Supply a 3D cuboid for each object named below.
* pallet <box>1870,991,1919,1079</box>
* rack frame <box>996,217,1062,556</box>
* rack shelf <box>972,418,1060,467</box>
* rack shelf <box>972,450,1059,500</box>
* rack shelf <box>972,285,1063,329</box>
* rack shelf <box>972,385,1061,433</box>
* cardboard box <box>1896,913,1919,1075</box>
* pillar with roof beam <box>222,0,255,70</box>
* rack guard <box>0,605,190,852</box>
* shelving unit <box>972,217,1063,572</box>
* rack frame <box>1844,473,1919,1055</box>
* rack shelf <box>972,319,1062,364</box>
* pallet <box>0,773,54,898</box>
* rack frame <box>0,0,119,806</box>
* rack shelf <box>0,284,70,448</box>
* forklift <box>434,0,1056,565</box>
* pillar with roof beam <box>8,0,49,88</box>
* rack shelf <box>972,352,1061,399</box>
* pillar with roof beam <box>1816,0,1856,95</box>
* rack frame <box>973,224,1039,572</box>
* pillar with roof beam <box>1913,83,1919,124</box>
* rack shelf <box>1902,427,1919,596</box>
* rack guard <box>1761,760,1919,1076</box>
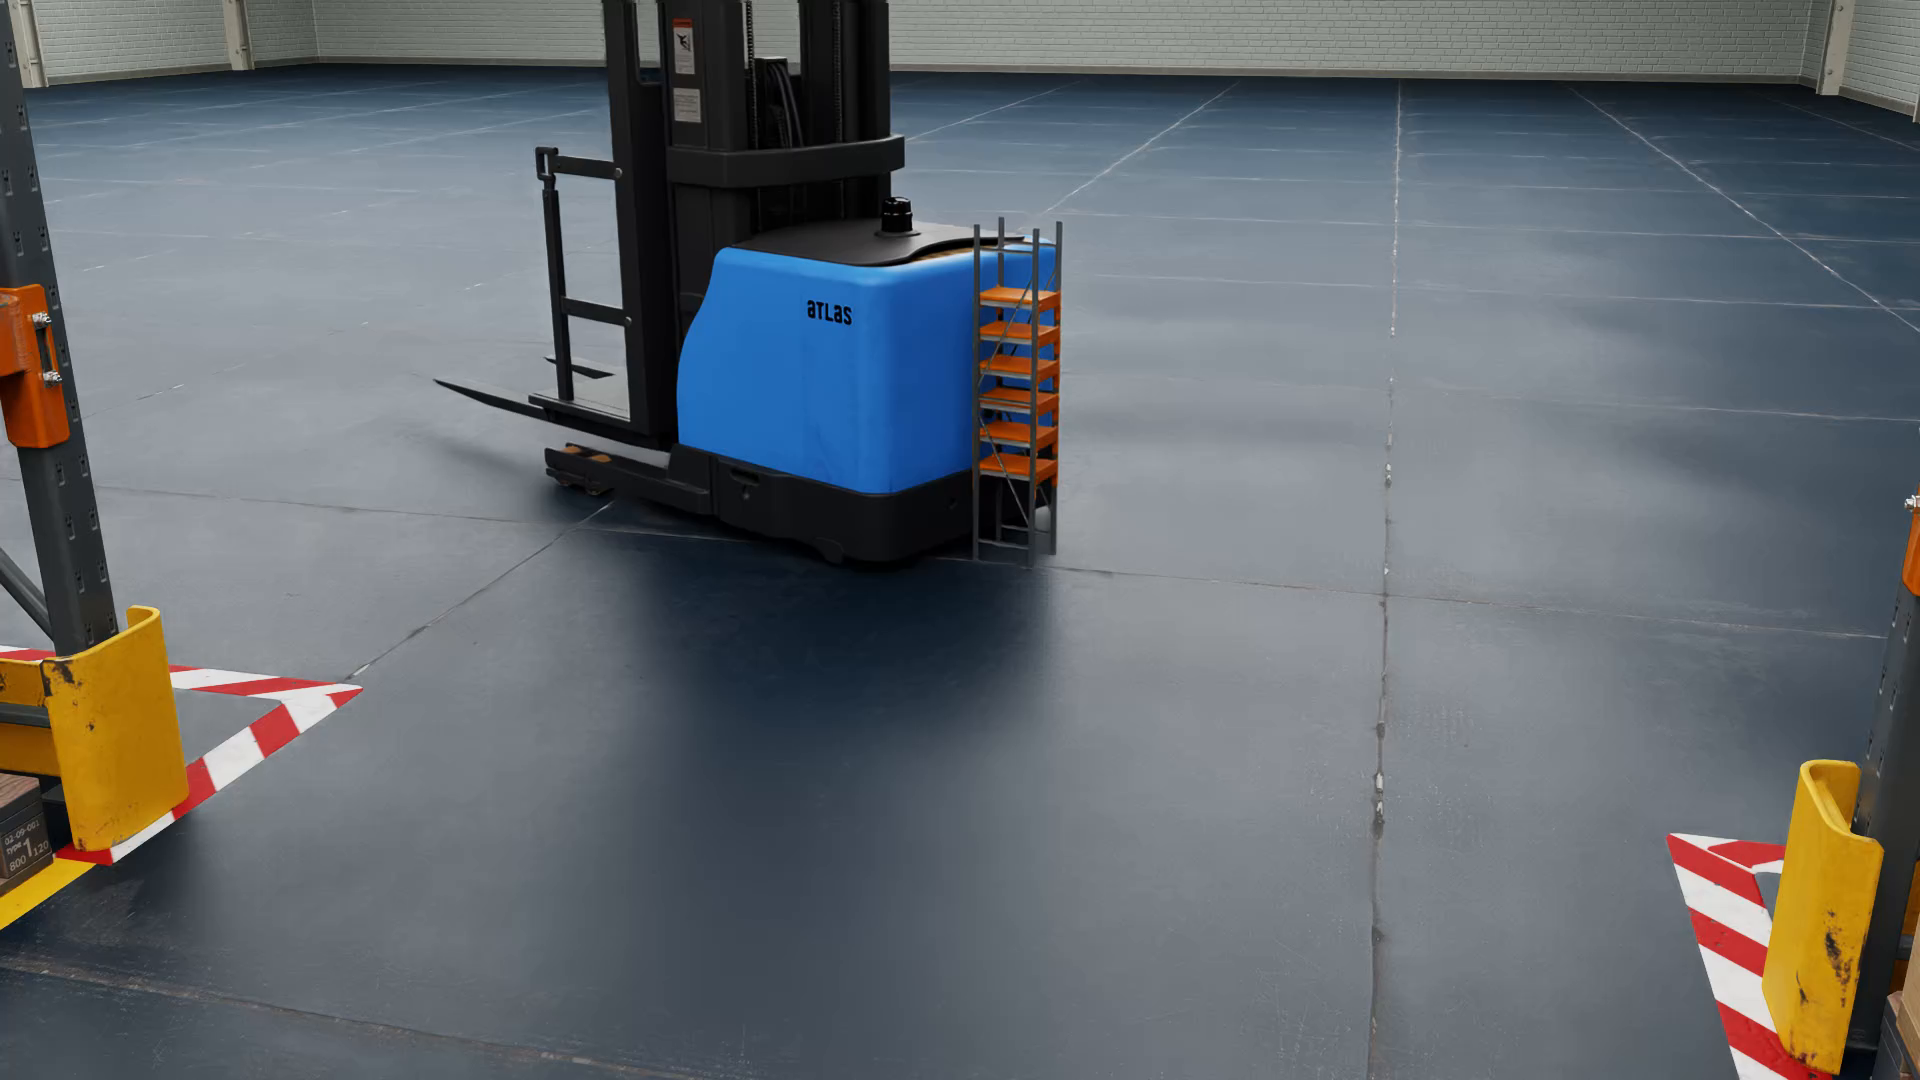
[{"bbox_3d":[2.059,1.161,2.461,1.003,0.211,1.213,5,19,13],"label":"pallet"},{"bbox_3d":[0.239,-0.528,5.876,0.240,1.200,0.006,10,21,26],"label":"rack frame"},{"bbox_3d":[0.197,-0.346,5.852,0.258,0.103,0.180,10,21,26],"label":"rack shelf"},{"bbox_3d":[0.197,-0.232,5.891,0.258,0.103,0.180,10,21,26],"label":"rack shelf"},{"bbox_3d":[0.197,-0.800,5.697,0.258,0.103,0.180,10,21,26],"label":"rack shelf"},{"bbox_3d":[0.197,-0.459,5.813,0.258,0.103,0.180,10,21,26],"label":"rack shelf"},{"bbox_3d":[1.858,0.852,2.658,0.500,0.250,0.500,5,19,13],"label":"cardboard box"},{"bbox_3d":[-11.364,-14.113,33.585,9.100,9.000,0.400,5,19,13],"label":"pillar with roof beam"},{"bbox_3d":[-2.570,0.417,4.194,1.175,0.500,0.348,5,19,13],"label":"rack guard"},{"bbox_3d":[0.197,-0.501,5.799,0.258,1.200,0.189,10,21,26],"label":"shelving unit"},{"bbox_3d":[2.205,-0.401,2.722,1.000,3.000,0.127,5,19,13],"label":"rack frame"},{"bbox_3d":[0.197,-0.686,5.736,0.258,0.103,0.180,10,21,26],"label":"rack shelf"},{"bbox_3d":[-2.774,0.808,3.496,1.003,0.211,1.213,5,19,13],"label":"pallet"},{"bbox_3d":[-2.597,-0.794,3.870,1.000,3.000,0.127,5,19,13],"label":"rack frame"},{"bbox_3d":[-3.086,0.174,2.151,1.077,0.370,4.000,5,19,13],"label":"rack shelf"},{"bbox_3d":[-1.068,-1.678,6.566,3.031,2.935,1.130,16,24,38],"label":"forklift"},{"bbox_3d":[-12.830,-12.233,28.079,9.100,9.000,0.400,5,19,13],"label":"pillar with roof beam"},{"bbox_3d":[0.197,-0.573,5.775,0.258,0.103,0.180,10,21,26],"label":"rack shelf"},{"bbox_3d":[10.832,-12.305,28.292,9.100,9.000,0.400,5,19,13],"label":"pillar with roof beam"},{"bbox_3d":[0.154,-0.475,5.722,0.240,1.200,0.006,10,21,26],"label":"rack frame"},{"bbox_3d":[9.366,-10.425,22.787,9.100,9.000,0.400,5,19,13],"label":"pillar with roof beam"},{"bbox_3d":[1.716,0.566,1.003,1.077,0.370,4.000,5,19,13],"label":"rack shelf"},{"bbox_3d":[2.211,0.774,3.148,1.175,0.500,0.348,5,19,13],"label":"rack guard"}]
